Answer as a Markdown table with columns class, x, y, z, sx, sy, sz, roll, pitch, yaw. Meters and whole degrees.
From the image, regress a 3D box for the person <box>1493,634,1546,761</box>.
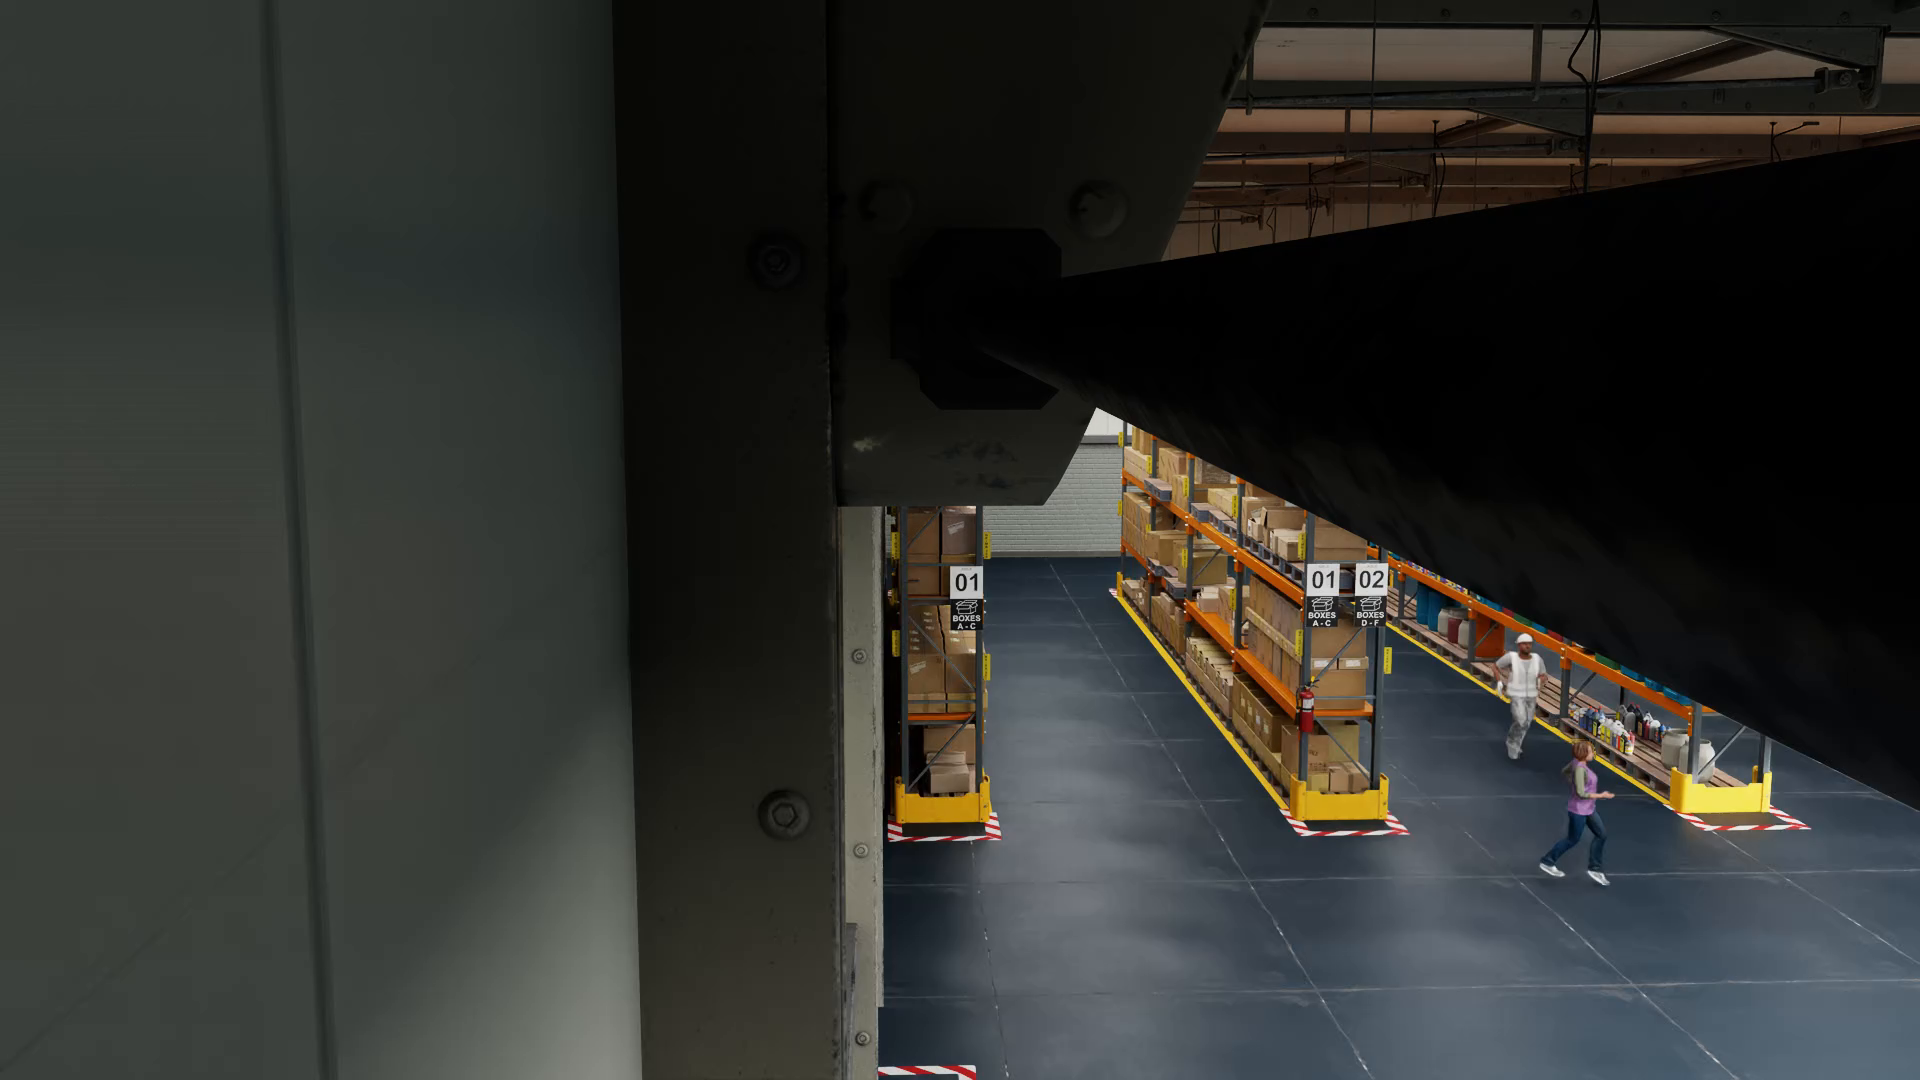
| class | x | y | z | sx | sy | sz | roll | pitch | yaw |
| --- | --- | --- | --- | --- | --- | --- | --- | --- | --- |
| person | 7.857 | 2.197 | 23.219 | 0.655 | 1.786 | 0.704 | -1 | 8 | -7 |

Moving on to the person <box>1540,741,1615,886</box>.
| class | x | y | z | sx | sy | sz | roll | pitch | yaw |
| --- | --- | --- | --- | --- | --- | --- | --- | --- | --- |
| person | 6.801 | 3.003 | 18.290 | 0.732 | 1.612 | 0.541 | 4 | 9 | 29 |
